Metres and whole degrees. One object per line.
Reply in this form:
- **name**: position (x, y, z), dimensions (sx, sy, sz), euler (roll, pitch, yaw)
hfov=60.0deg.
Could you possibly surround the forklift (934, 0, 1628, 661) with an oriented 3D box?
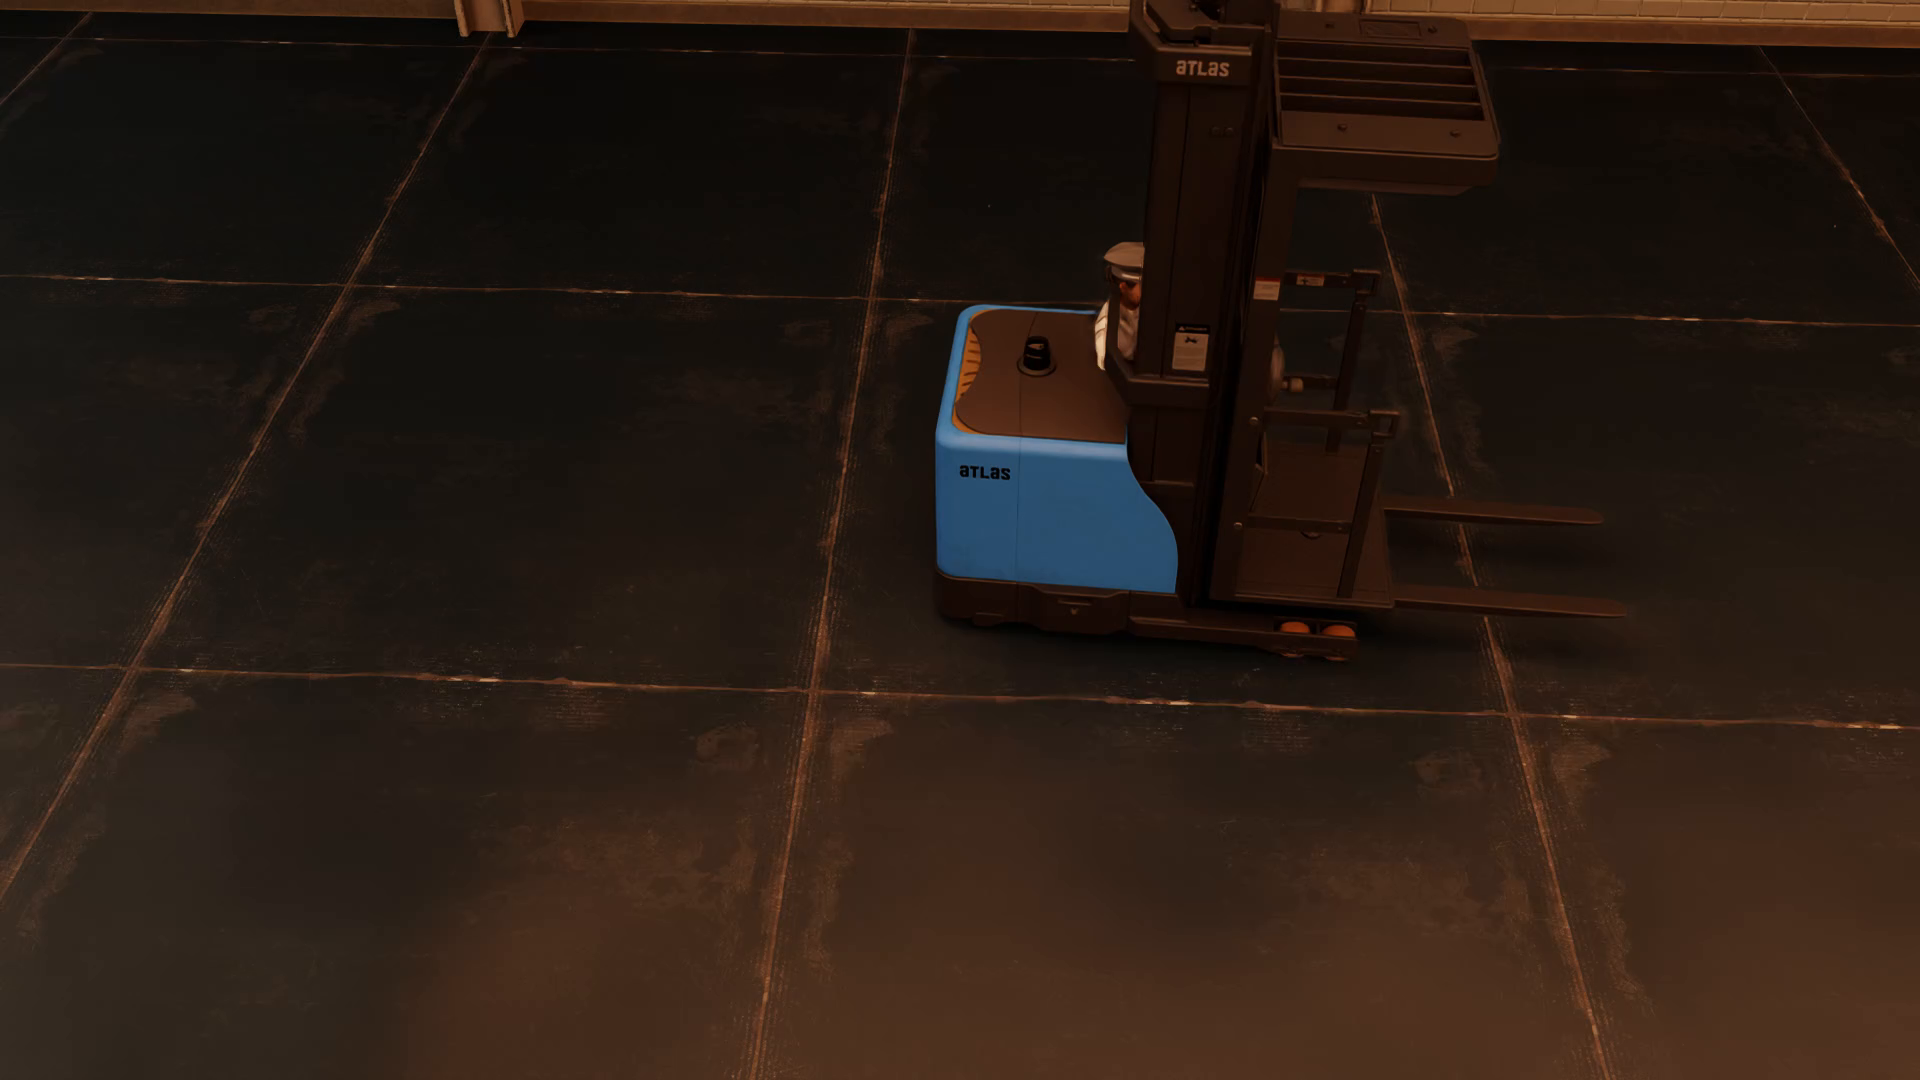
- **forklift**: position (1.437, -0.929, 6.760), dimensions (3.031, 2.935, 1.130), euler (4, 43, 5)

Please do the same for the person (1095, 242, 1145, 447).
- **person**: position (0.864, -0.553, 7.286), dimensions (0.680, 1.489, 0.721), euler (33, 52, 31)
